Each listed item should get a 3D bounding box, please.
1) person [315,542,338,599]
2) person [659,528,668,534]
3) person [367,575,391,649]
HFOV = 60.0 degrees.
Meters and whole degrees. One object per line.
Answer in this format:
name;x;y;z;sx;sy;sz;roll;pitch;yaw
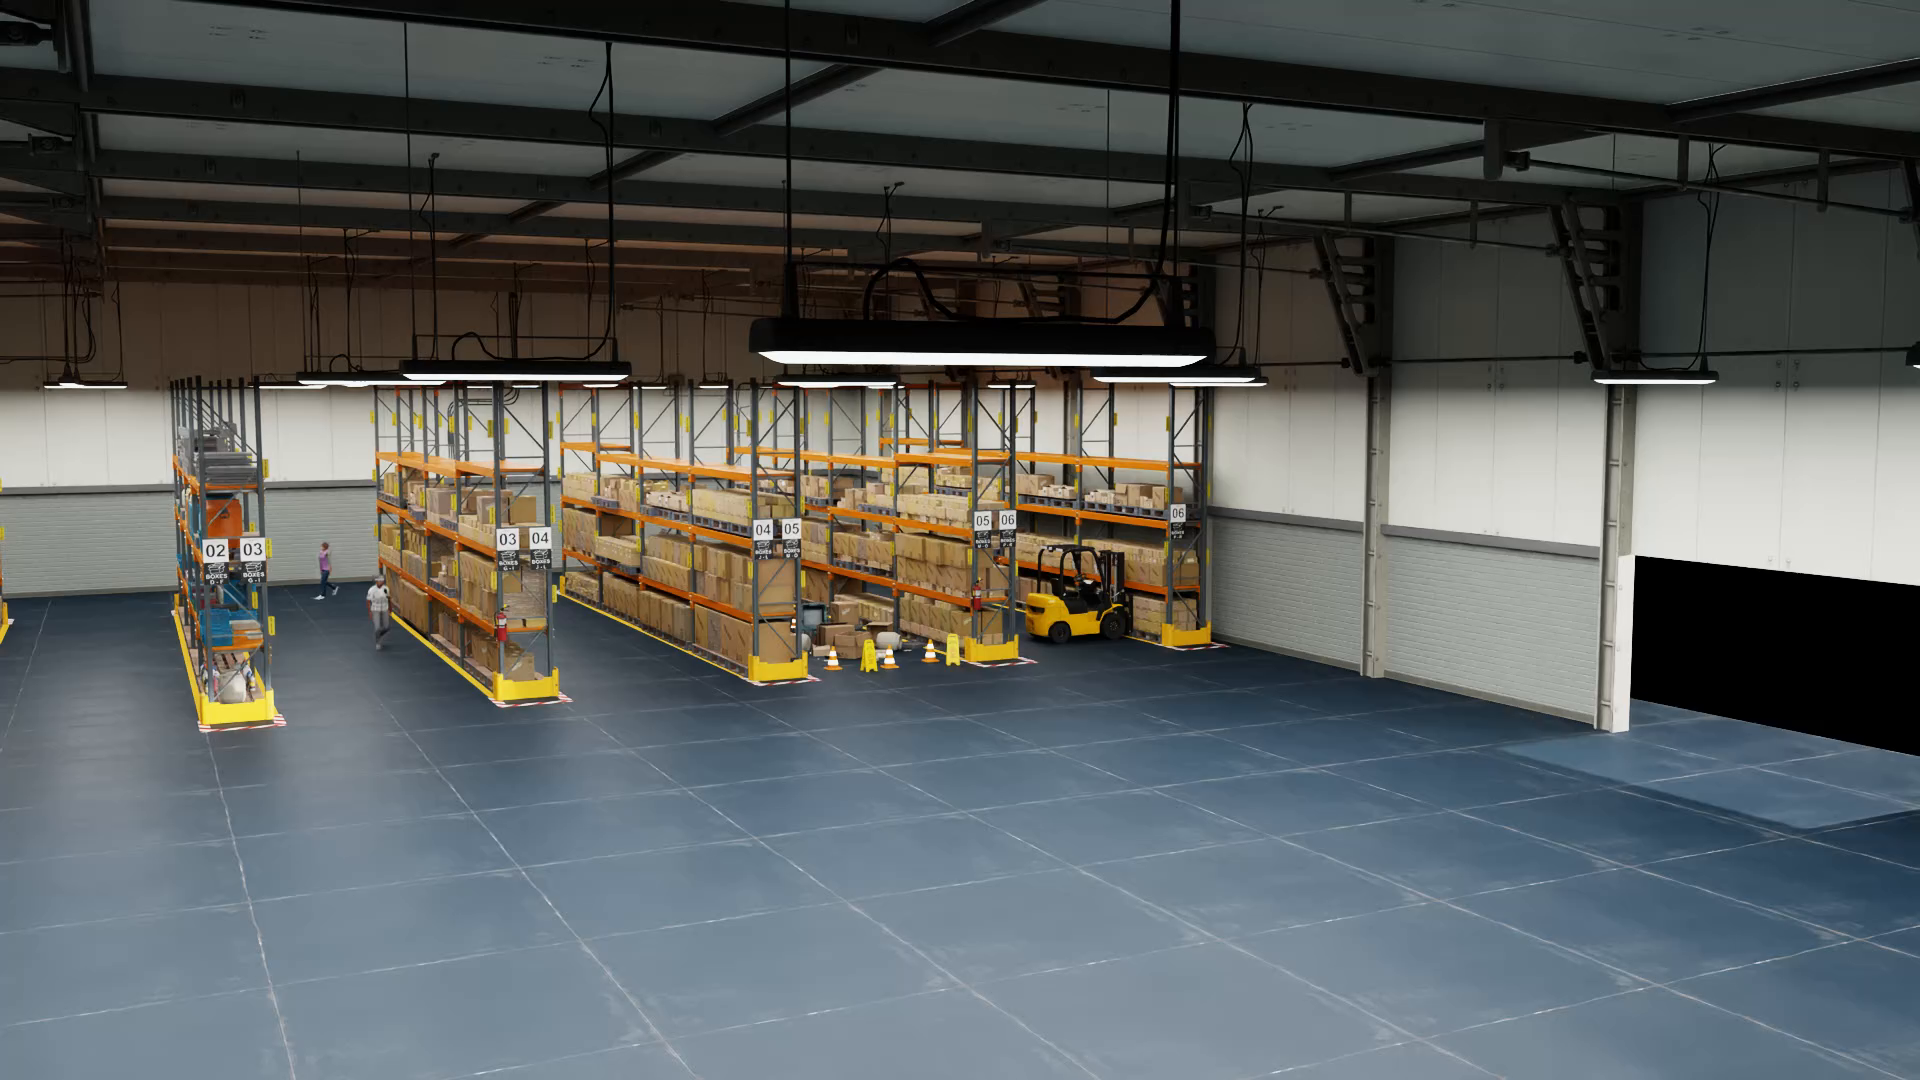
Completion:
person;-17.576;0.831;46.110;0.432;1.574;0.792;4;6;38
person;-8.737;0.506;49.136;0.760;1.752;0.606;-3;6;-32
person;-13.037;1.596;37.288;0.540;1.658;0.554;-4;6;-36
